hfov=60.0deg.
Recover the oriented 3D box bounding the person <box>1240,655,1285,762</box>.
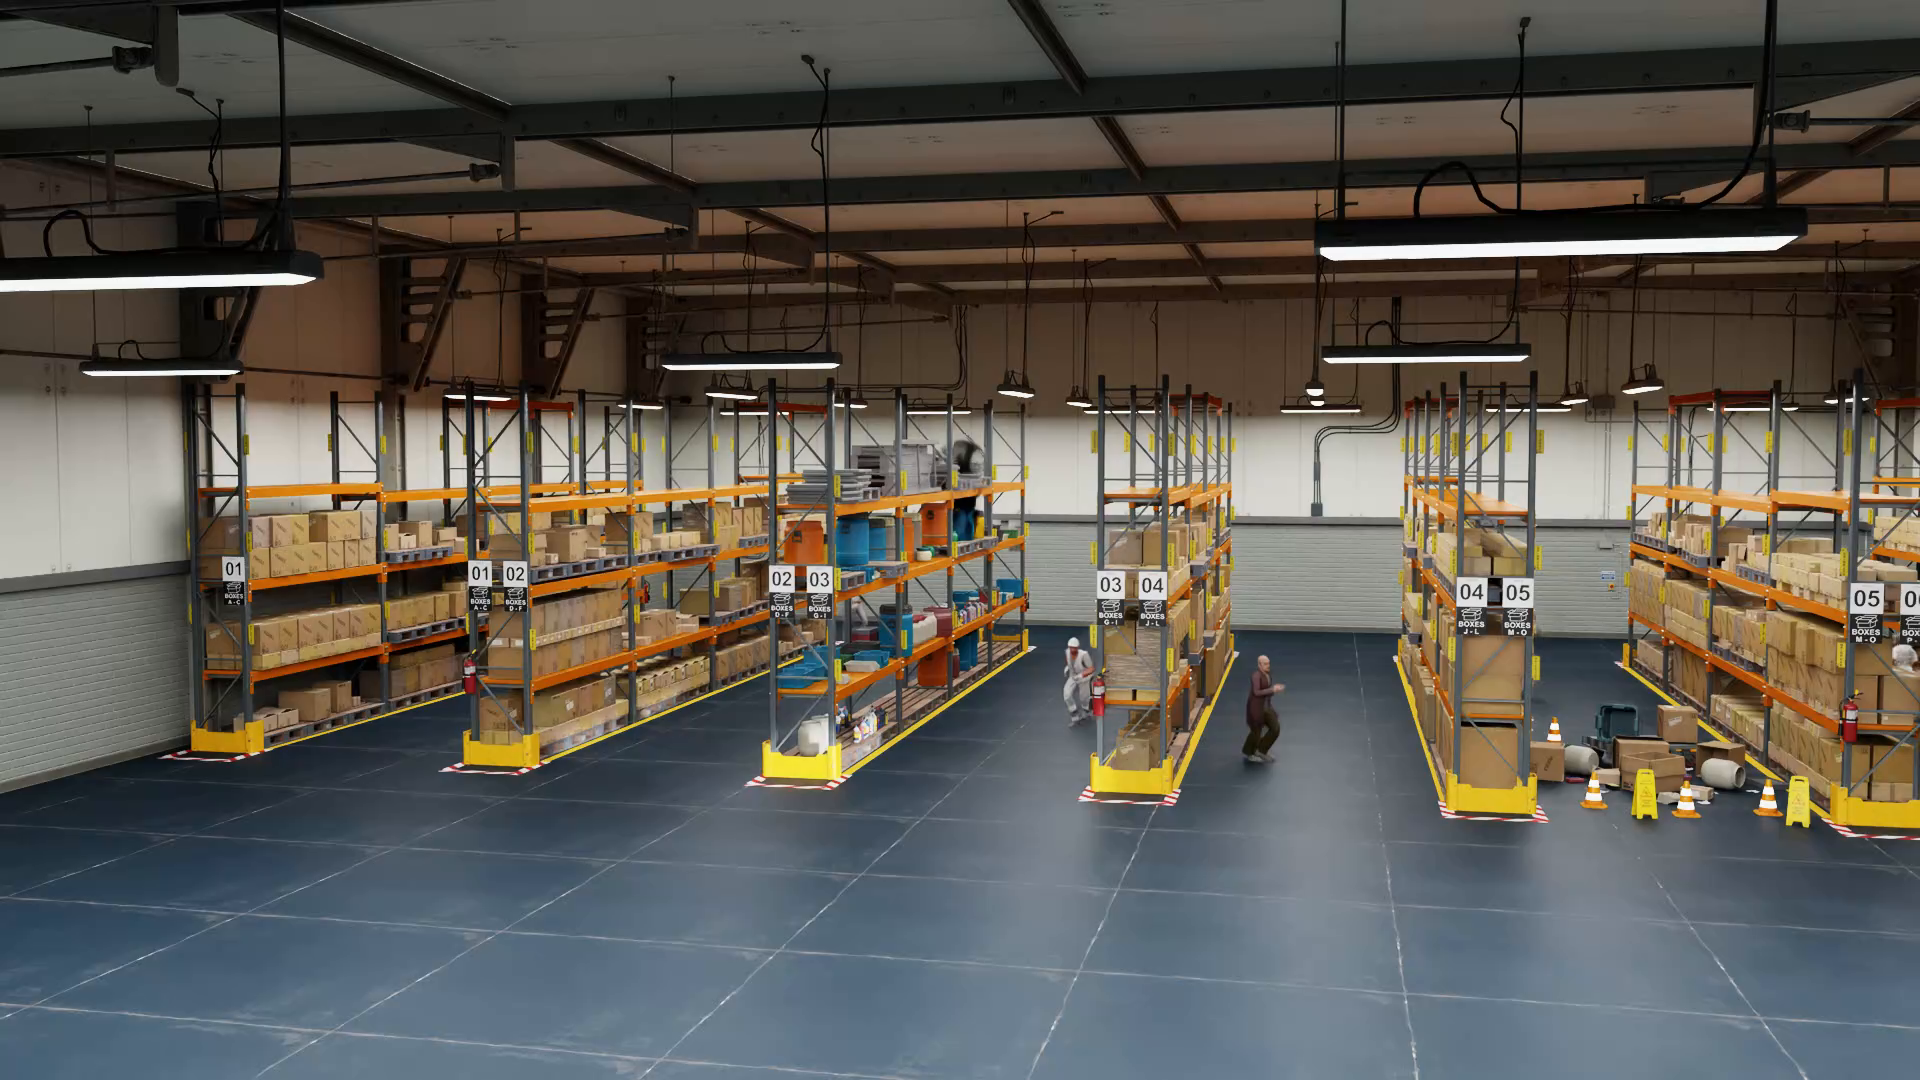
[{"bbox_3d":[4.676,2.661,25.989,0.619,1.740,0.932,-3,4,-38],"label":"person"}]

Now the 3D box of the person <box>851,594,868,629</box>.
[{"bbox_3d":[-2.656,1.756,42.216,0.576,1.715,0.837,-2,4,-33],"label":"person"}]

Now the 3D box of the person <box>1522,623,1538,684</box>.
[{"bbox_3d":[11.564,2.238,34.075,0.584,1.664,0.915,0,3,3],"label":"person"}]

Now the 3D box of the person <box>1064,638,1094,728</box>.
[{"bbox_3d":[2.129,2.488,29.484,0.697,1.603,1.095,2,4,28],"label":"person"}]

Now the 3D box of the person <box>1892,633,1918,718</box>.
[{"bbox_3d":[16.910,2.486,29.877,0.608,1.652,0.770,0,3,-2],"label":"person"}]
